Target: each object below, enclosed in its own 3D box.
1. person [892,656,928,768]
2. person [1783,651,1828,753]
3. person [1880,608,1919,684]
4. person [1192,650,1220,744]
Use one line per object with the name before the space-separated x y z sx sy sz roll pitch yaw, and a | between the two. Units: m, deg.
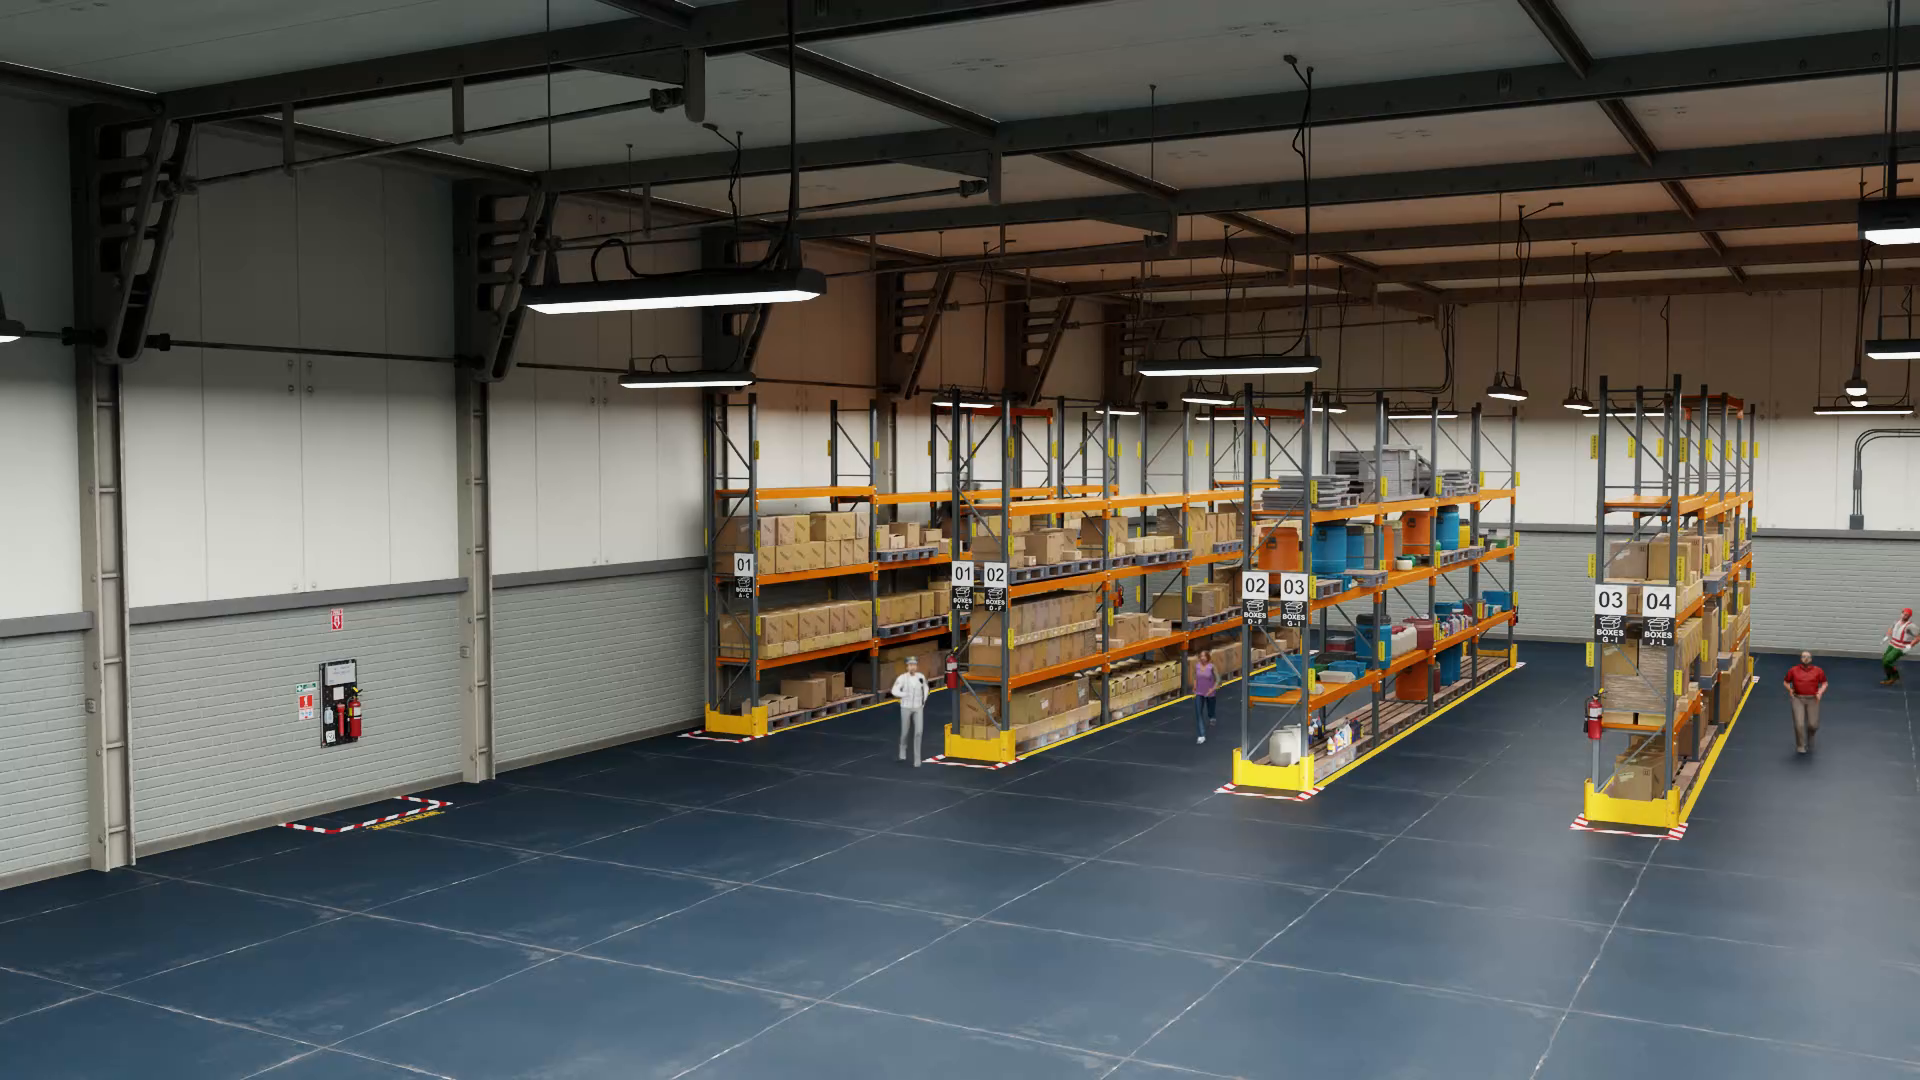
person | -0.779 2.710 26.526 0.618 1.726 0.780 -1 3 -10
person | 13.966 2.676 27.485 0.660 1.674 0.590 1 3 26
person | 19.841 2.261 35.248 0.616 1.681 0.746 0 3 0
person | 4.250 2.690 28.734 0.510 1.580 0.925 1 3 18
